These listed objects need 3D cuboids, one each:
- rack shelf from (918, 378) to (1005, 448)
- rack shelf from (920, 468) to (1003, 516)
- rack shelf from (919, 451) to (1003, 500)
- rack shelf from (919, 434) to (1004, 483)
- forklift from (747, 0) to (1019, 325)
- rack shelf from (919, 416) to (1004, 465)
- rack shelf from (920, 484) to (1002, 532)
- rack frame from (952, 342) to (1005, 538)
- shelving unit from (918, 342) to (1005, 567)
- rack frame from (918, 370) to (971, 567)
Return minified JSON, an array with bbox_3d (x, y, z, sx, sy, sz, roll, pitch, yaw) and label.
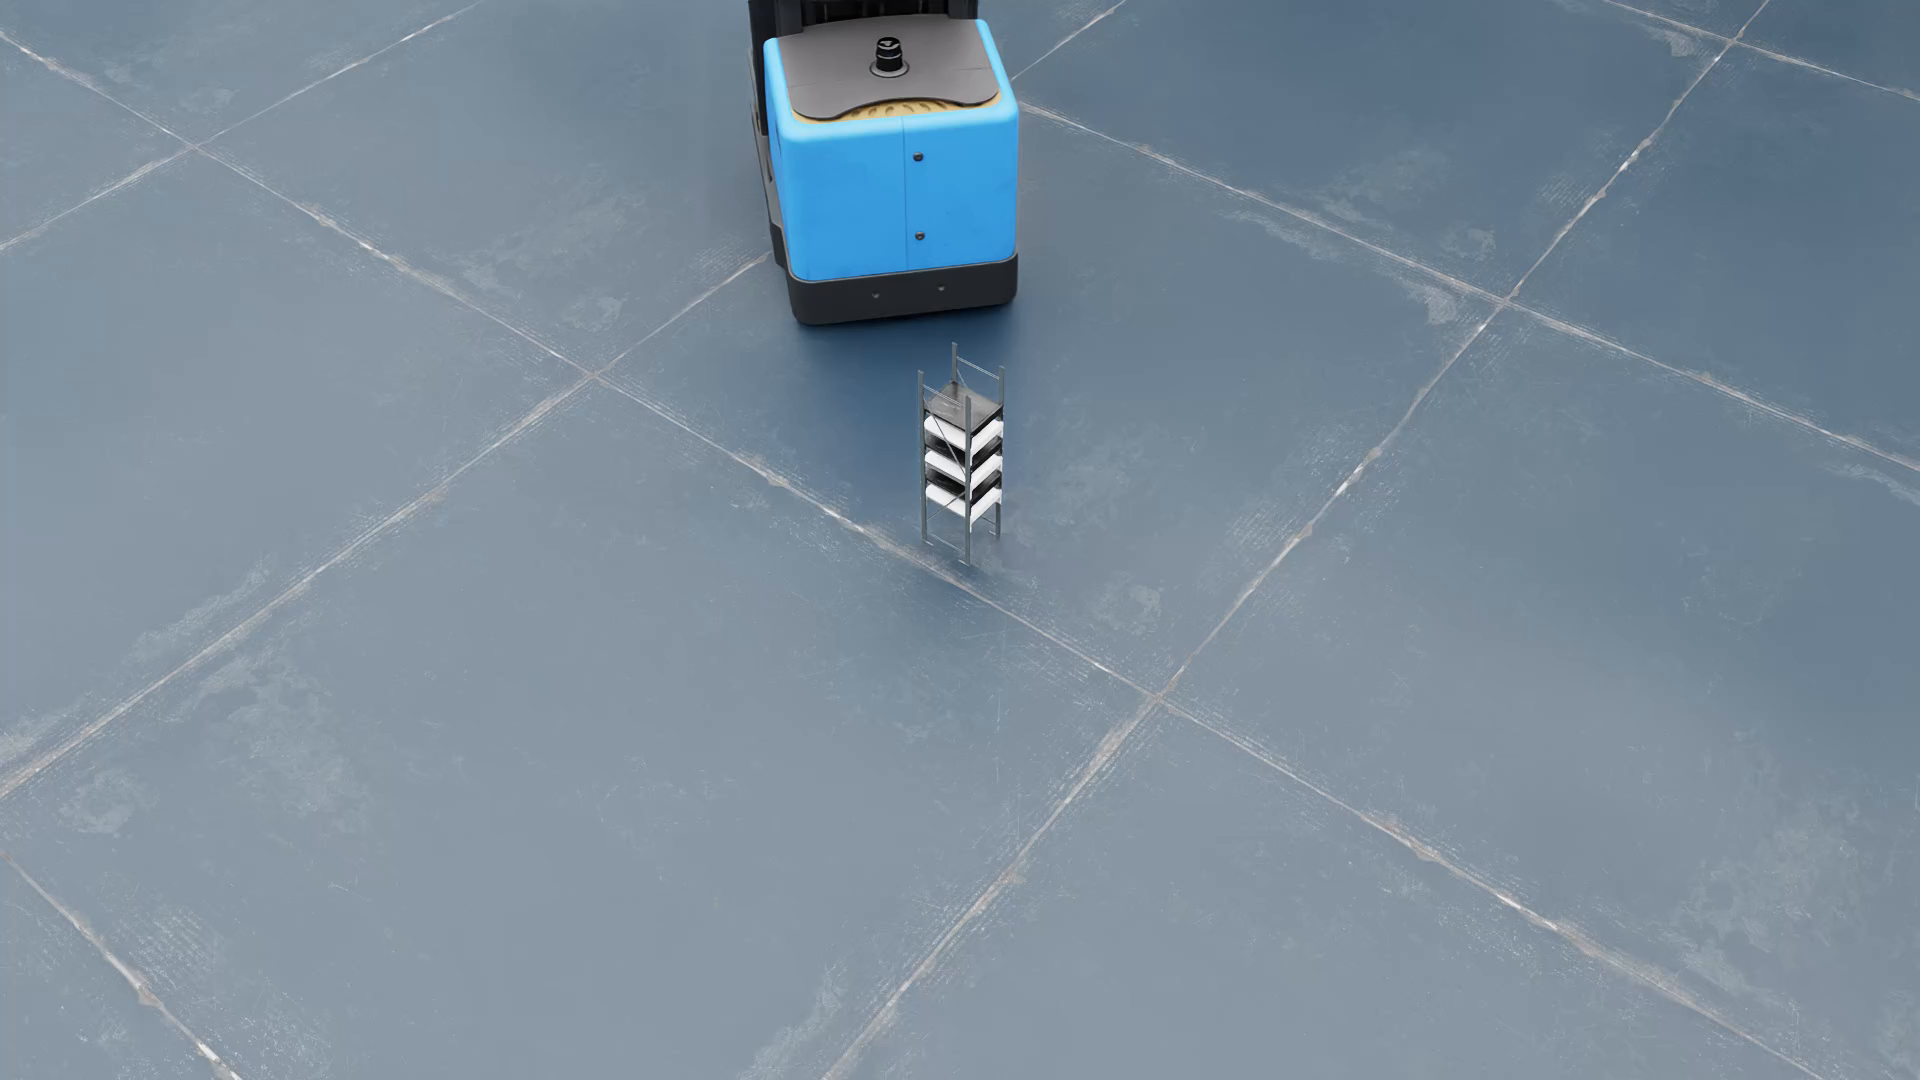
[{"bbox_3d":[0.005,-0.479,6.258,0.258,0.077,0.200,29,53,25],"label":"rack shelf"},{"bbox_3d":[0.005,-0.230,6.518,0.258,0.077,0.200,29,53,25],"label":"rack shelf"},{"bbox_3d":[0.005,-0.292,6.453,0.258,0.077,0.200,29,53,25],"label":"rack shelf"},{"bbox_3d":[0.005,-0.355,6.388,0.258,0.077,0.200,29,53,25],"label":"rack shelf"},{"bbox_3d":[-0.501,-3.076,7.661,1.130,2.935,3.031,-7,47,-7],"label":"forklift"},{"bbox_3d":[0.005,-0.417,6.323,0.258,0.077,0.200,29,53,25],"label":"rack shelf"},{"bbox_3d":[0.005,-0.168,6.583,0.258,0.077,0.200,29,53,25],"label":"rack shelf"},{"bbox_3d":[0.067,-0.374,6.485,0.240,0.900,0.006,29,53,25],"label":"rack frame"},{"bbox_3d":[0.005,-0.315,6.429,0.258,0.900,0.210,29,53,25],"label":"shelving unit"},{"bbox_3d":[-0.057,-0.257,6.373,0.240,0.900,0.006,29,53,25],"label":"rack frame"}]
